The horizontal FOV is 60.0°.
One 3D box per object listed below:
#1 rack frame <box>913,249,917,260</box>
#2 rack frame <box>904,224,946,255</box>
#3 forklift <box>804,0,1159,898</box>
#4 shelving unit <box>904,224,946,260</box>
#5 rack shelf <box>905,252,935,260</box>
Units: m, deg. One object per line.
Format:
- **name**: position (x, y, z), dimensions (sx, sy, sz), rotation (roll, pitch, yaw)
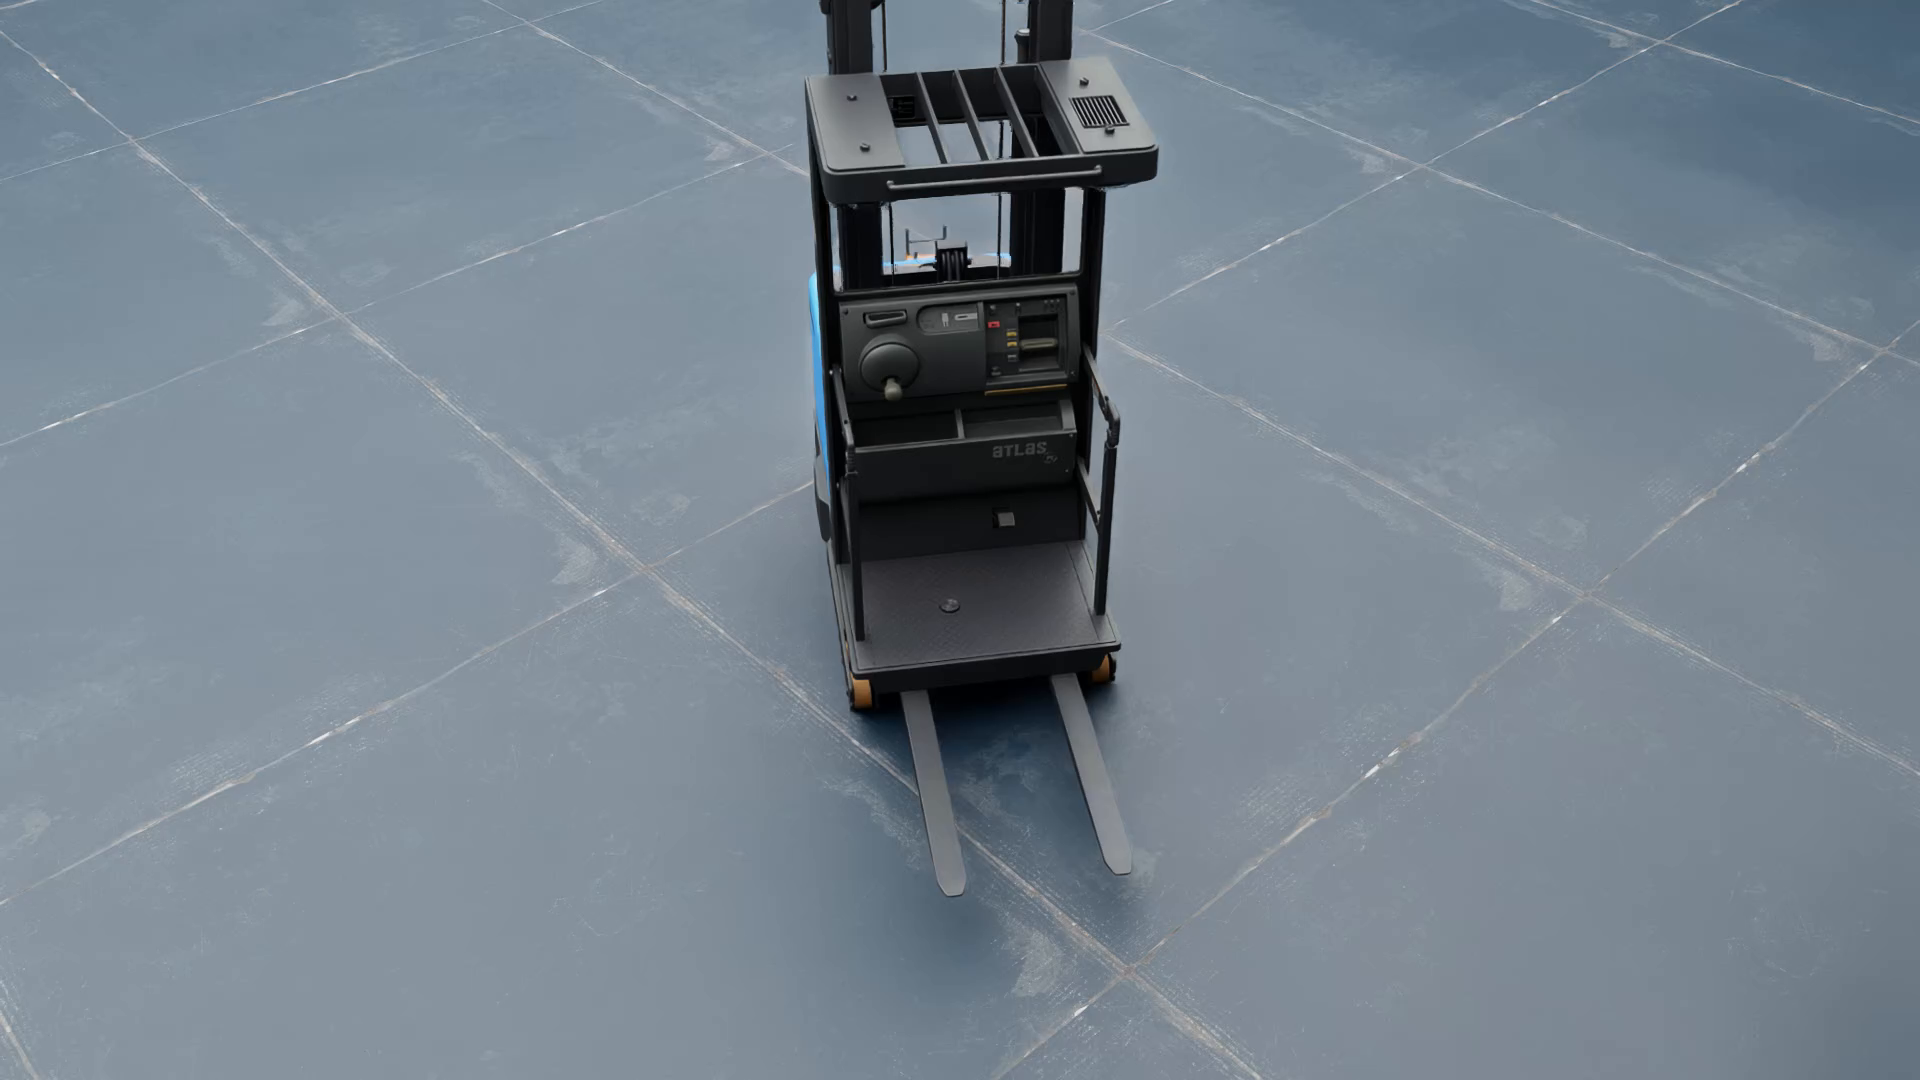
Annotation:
- **rack frame**: position (-0.114, -0.935, 8.053), dimensions (0.200, 1.050, 0.008), rotation (-7, 37, -9)
- **rack frame**: position (-0.161, -1.076, 8.247), dimensions (0.200, 1.050, 0.008), rotation (-7, 37, -9)
- **forklift**: position (0.040, -0.685, 6.265), dimensions (1.130, 2.935, 3.031), rotation (-6, 39, -7)
- **shelving unit**: position (-0.138, -1.006, 8.150), dimensions (0.215, 1.050, 0.252), rotation (-7, 37, -9)
- **rack shelf**: position (-0.140, -1.226, 7.989), dimensions (0.215, 0.259, 0.240), rotation (-7, 37, -9)
